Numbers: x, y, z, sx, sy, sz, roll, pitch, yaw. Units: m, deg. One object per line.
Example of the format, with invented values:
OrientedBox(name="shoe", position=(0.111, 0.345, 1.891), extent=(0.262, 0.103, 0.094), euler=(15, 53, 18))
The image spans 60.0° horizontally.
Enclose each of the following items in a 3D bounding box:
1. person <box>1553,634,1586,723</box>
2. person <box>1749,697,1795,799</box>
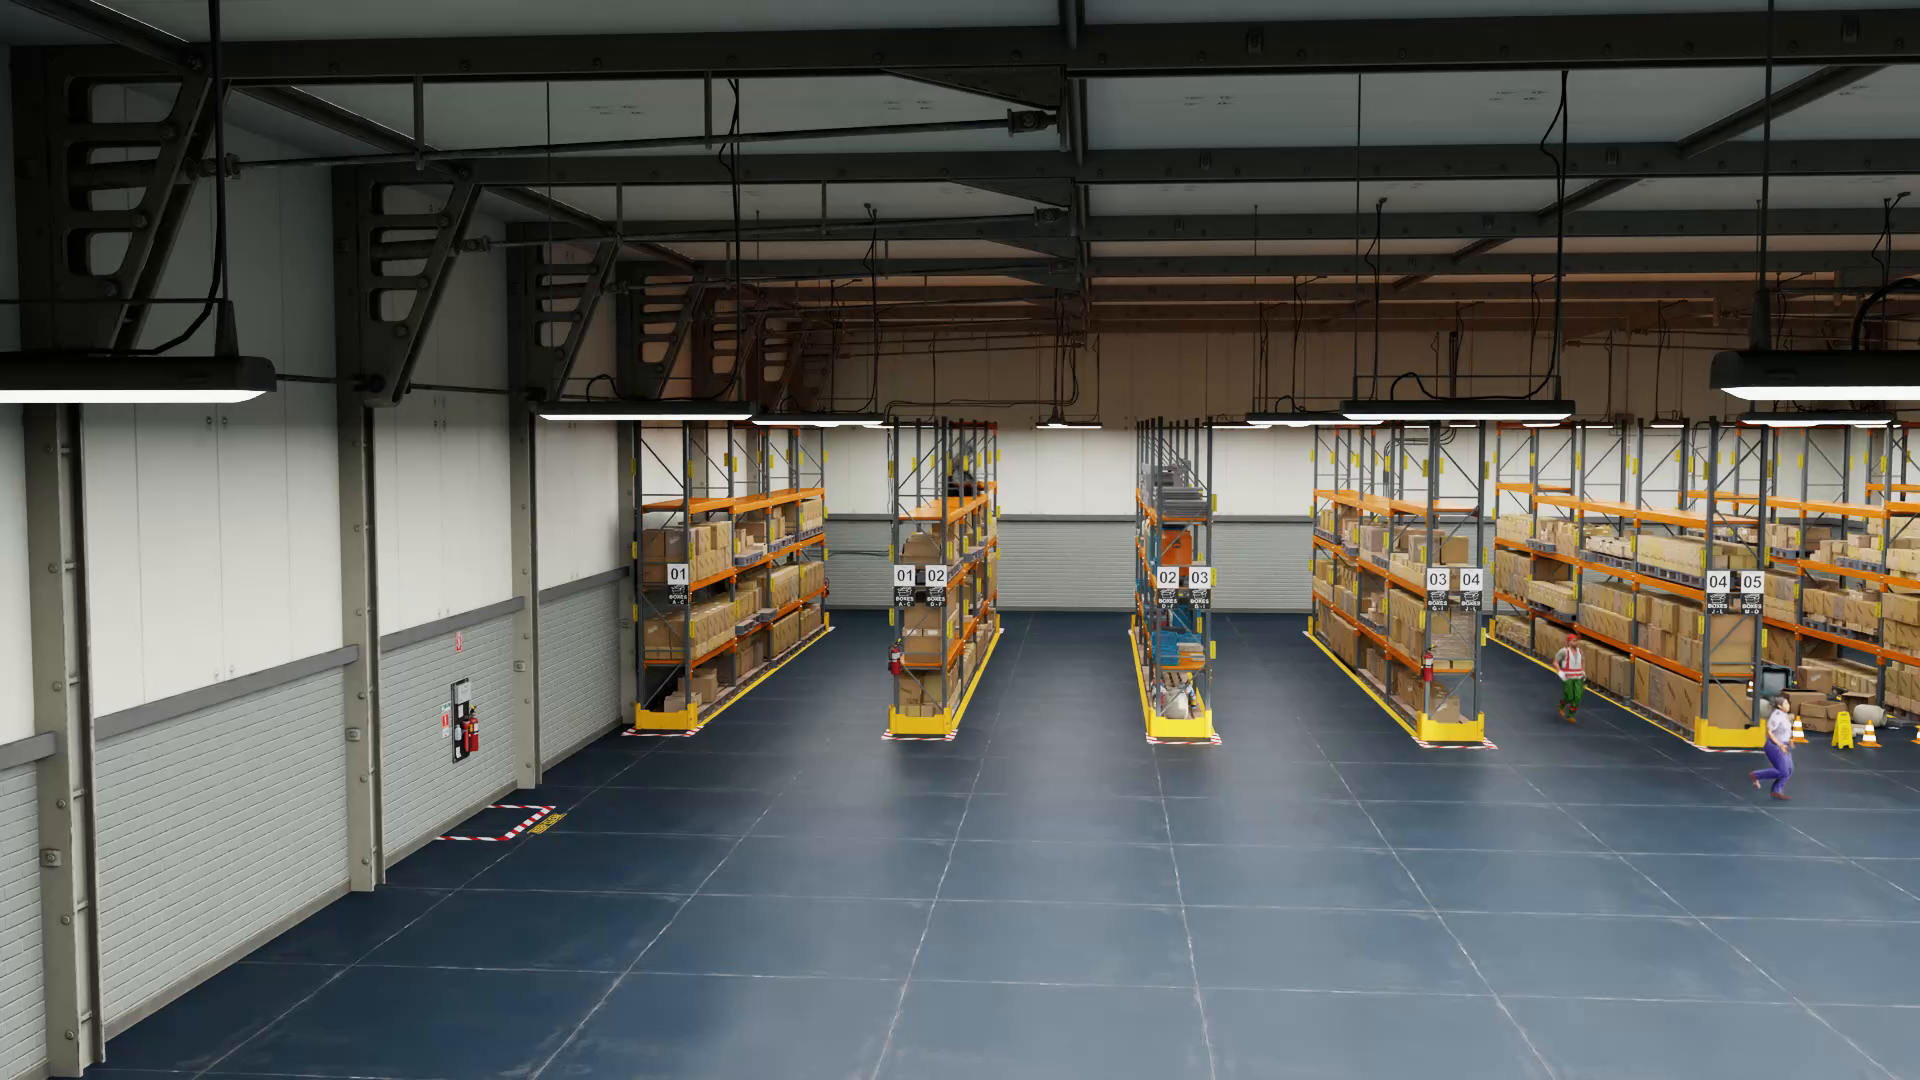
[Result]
OrientedBox(name="person", position=(12.015, 2.714, 32.756), extent=(0.648, 1.748, 0.572), euler=(0, 4, -7))
OrientedBox(name="person", position=(12.706, 3.236, 26.002), extent=(0.586, 1.600, 0.593), euler=(3, 5, 38))
